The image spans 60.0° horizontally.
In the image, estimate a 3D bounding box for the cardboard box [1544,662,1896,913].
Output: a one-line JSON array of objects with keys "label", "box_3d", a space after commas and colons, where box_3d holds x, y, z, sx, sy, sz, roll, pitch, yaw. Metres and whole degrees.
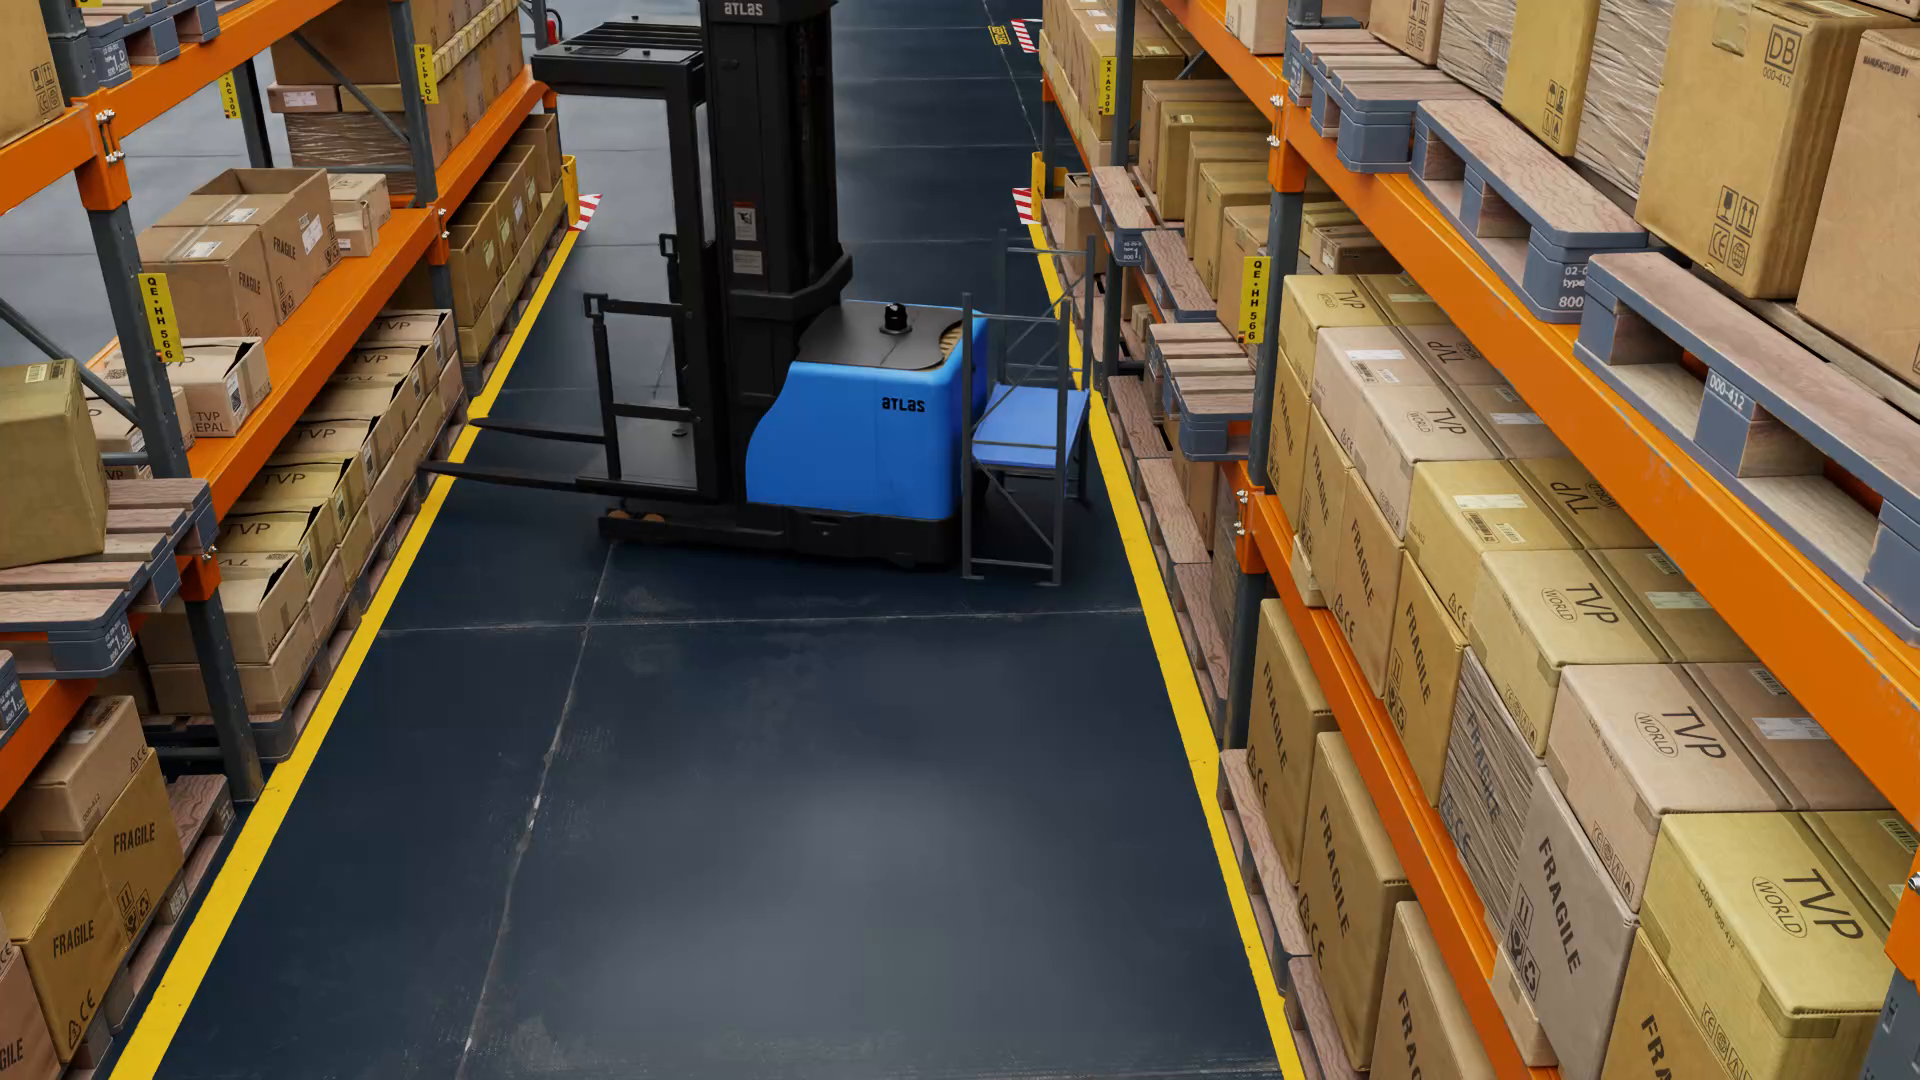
[{"label": "cardboard box", "box_3d": [1.516, 0.482, 3.321, 0.500, 0.250, 0.500, -1, 28, -2]}]

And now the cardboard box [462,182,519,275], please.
[{"label": "cardboard box", "box_3d": [-3.315, -2.111, 11.262, 0.500, 0.500, 0.500, -1, 28, -3]}]

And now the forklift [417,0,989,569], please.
[{"label": "forklift", "box_3d": [-1.413, -1.496, 8.449, 3.031, 2.935, 1.130, 6, 28, 11]}]

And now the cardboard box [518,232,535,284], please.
[{"label": "cardboard box", "box_3d": [-3.347, -2.009, 11.878, 0.500, 0.250, 0.500, -1, 28, -3]}]

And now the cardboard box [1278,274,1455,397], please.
[{"label": "cardboard box", "box_3d": [1.372, -0.691, 5.568, 0.500, 0.250, 0.500, -1, 28, -1]}]

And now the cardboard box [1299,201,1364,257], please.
[{"label": "cardboard box", "box_3d": [1.524, -1.236, 6.591, 0.380, 0.149, 0.250, -6, 28, -11]}]

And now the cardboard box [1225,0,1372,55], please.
[{"label": "cardboard box", "box_3d": [1.297, -2.027, 6.225, 0.500, 0.311, 0.500, -1, 28, -3]}]

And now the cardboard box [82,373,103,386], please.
[{"label": "cardboard box", "box_3d": [-3.666, -0.578, 6.886, 0.380, 0.149, 0.250, -1, 28, -3]}]

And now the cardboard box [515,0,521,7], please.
[{"label": "cardboard box", "box_3d": [-3.550, -4.135, 12.626, 0.380, 0.149, 0.250, -2, 28, -4]}]

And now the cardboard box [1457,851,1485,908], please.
[{"label": "cardboard box", "box_3d": [1.490, 0.811, 4.202, 0.380, 0.149, 0.250, -2, 28, -4]}]

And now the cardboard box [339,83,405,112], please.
[{"label": "cardboard box", "box_3d": [-3.372, -2.589, 9.660, 0.380, 0.149, 0.250, -1, 28, -3]}]

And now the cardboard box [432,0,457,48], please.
[{"label": "cardboard box", "box_3d": [-3.634, -3.417, 10.547, 0.700, 0.500, 0.500, -1, 28, -3]}]

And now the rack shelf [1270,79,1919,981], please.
[{"label": "rack shelf", "box_3d": [1.708, -0.490, 3.979, 1.077, 0.370, 4.000, -1, 28, -3]}]

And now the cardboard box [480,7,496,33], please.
[{"label": "cardboard box", "box_3d": [-3.497, -3.659, 11.712, 0.380, 0.149, 0.250, -1, 28, -1]}]

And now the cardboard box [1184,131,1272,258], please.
[{"label": "cardboard box", "box_3d": [1.475, -1.691, 8.165, 0.700, 0.500, 0.500, 2, 28, 4]}]

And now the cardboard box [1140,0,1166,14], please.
[{"label": "cardboard box", "box_3d": [1.497, -3.455, 11.460, 0.500, 0.500, 0.500, -1, 28, -2]}]

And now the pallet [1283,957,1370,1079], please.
[{"label": "pallet", "box_3d": [1.631, 1.762, 5.143, 1.003, 0.211, 1.213, -1, 28, -3]}]

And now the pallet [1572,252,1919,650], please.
[{"label": "pallet", "box_3d": [1.716, -0.222, 2.896, 0.805, 0.209, 1.217, -2, 28, -5]}]

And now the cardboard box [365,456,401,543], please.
[{"label": "cardboard box", "box_3d": [-3.163, -0.206, 8.420, 0.500, 0.250, 0.500, -1, 28, -2]}]

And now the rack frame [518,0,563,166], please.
[{"label": "rack frame", "box_3d": [-3.760, -3.975, 13.128, 1.000, 3.000, 0.127, -1, 28, -3]}]

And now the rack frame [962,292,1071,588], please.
[{"label": "rack frame", "box_3d": [0.259, -0.455, 8.000, 0.500, 1.500, 0.032, 5, 28, 9]}]

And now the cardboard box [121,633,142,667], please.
[{"label": "cardboard box", "box_3d": [-3.616, 0.268, 6.906, 0.500, 0.311, 0.500, -1, 28, -1]}]

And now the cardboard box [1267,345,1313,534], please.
[{"label": "cardboard box", "box_3d": [1.374, -0.357, 5.739, 0.500, 0.500, 0.500, -1, 28, -1]}]

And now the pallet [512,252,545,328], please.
[{"label": "pallet", "box_3d": [-3.618, -1.825, 12.020, 1.003, 0.211, 1.213, -1, 28, -3]}]

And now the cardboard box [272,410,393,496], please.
[{"label": "cardboard box", "box_3d": [-3.164, -0.461, 8.303, 0.500, 0.311, 0.500, -2, 28, -3]}]

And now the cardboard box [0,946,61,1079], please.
[{"label": "cardboard box", "box_3d": [-2.999, 1.540, 4.781, 0.500, 0.500, 0.500, -2, 28, -5]}]

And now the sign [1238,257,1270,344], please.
[{"label": "sign", "box_3d": [1.063, -0.863, 5.994, 0.100, 0.325, 0.005, -1, 28, -3]}]

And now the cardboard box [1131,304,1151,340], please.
[{"label": "cardboard box", "box_3d": [1.337, -1.435, 10.845, 0.380, 0.166, 0.250, -5, 28, -9]}]

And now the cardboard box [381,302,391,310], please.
[{"label": "cardboard box", "box_3d": [-3.794, -1.304, 10.526, 0.500, 0.250, 0.500, -1, 28, -3]}]

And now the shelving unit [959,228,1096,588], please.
[{"label": "shelving unit", "box_3d": [0.353, -0.686, 8.443, 0.538, 1.500, 1.048, 5, 28, 9]}]

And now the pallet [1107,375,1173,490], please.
[{"label": "pallet", "box_3d": [1.437, -0.654, 9.775, 1.003, 0.211, 1.213, -1, 28, -3]}]

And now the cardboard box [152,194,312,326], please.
[{"label": "cardboard box", "box_3d": [-3.474, -1.343, 7.973, 0.500, 0.500, 0.500, -1, 28, -3]}]

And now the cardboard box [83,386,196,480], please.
[{"label": "cardboard box", "box_3d": [-3.318, -0.410, 6.389, 0.500, 0.311, 0.500, 0, 28, 1]}]

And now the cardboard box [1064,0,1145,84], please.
[{"label": "cardboard box", "box_3d": [0.986, -3.438, 11.429, 0.500, 0.500, 0.500, -1, 28, -1]}]

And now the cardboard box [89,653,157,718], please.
[{"label": "cardboard box", "box_3d": [-3.614, 0.515, 7.038, 0.500, 0.250, 0.500, -1, 28, -1]}]

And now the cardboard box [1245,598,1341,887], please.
[{"label": "cardboard box", "box_3d": [1.511, 0.708, 6.020, 0.750, 0.750, 0.750, -2, 28, -3]}]

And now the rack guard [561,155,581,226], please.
[{"label": "rack guard", "box_3d": [-3.762, -2.878, 13.728, 1.175, 0.500, 0.348, -1, 28, -3]}]

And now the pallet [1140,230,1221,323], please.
[{"label": "pallet", "box_3d": [1.460, -1.230, 8.073, 1.003, 0.211, 1.213, -1, 28, -3]}]

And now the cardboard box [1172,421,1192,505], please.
[{"label": "cardboard box", "box_3d": [1.514, -0.523, 8.736, 0.700, 0.500, 0.500, -1, 28, -2]}]

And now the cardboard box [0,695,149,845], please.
[{"label": "cardboard box", "box_3d": [-3.052, 0.752, 5.481, 0.500, 0.250, 0.500, 0, 28, -1]}]

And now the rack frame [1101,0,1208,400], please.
[{"label": "rack frame", "box_3d": [1.395, -2.249, 9.819, 1.000, 3.000, 0.127, -1, 28, -3]}]

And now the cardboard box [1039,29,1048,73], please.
[{"label": "cardboard box", "box_3d": [0.895, -3.806, 12.944, 0.500, 0.250, 0.500, -2, 28, -4]}]

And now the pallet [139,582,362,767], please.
[{"label": "pallet", "box_3d": [-3.347, 0.574, 7.420, 1.003, 0.211, 1.213, -1, 28, -3]}]

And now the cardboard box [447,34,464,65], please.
[{"label": "cardboard box", "box_3d": [-3.444, -3.184, 10.801, 0.380, 0.149, 0.250, -2, 28, -4]}]

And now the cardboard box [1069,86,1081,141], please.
[{"label": "cardboard box", "box_3d": [1.008, -2.865, 11.141, 0.500, 0.250, 0.500, -2, 28, -3]}]

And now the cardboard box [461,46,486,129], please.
[{"label": "cardboard box", "box_3d": [-3.665, -3.089, 11.321, 0.700, 0.500, 0.500, -1, 28, -1]}]

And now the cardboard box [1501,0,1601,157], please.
[{"label": "cardboard box", "box_3d": [1.783, -1.250, 4.075, 0.700, 0.500, 0.500, 0, 28, 0]}]

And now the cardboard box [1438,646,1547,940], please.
[{"label": "cardboard box", "box_3d": [1.483, 0.585, 3.933, 0.500, 0.500, 0.500, -1, 28, -3]}]

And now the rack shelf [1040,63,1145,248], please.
[{"label": "rack shelf", "box_3d": [1.291, -2.854, 11.756, 1.077, 0.370, 4.000, -1, 28, -3]}]

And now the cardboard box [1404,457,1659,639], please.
[{"label": "cardboard box", "box_3d": [1.462, 0.011, 4.223, 0.500, 0.250, 0.500, -2, 28, -4]}]

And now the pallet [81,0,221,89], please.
[{"label": "pallet", "box_3d": [-3.467, -1.838, 5.992, 1.213, 0.211, 1.003, 0, 28, 0]}]
